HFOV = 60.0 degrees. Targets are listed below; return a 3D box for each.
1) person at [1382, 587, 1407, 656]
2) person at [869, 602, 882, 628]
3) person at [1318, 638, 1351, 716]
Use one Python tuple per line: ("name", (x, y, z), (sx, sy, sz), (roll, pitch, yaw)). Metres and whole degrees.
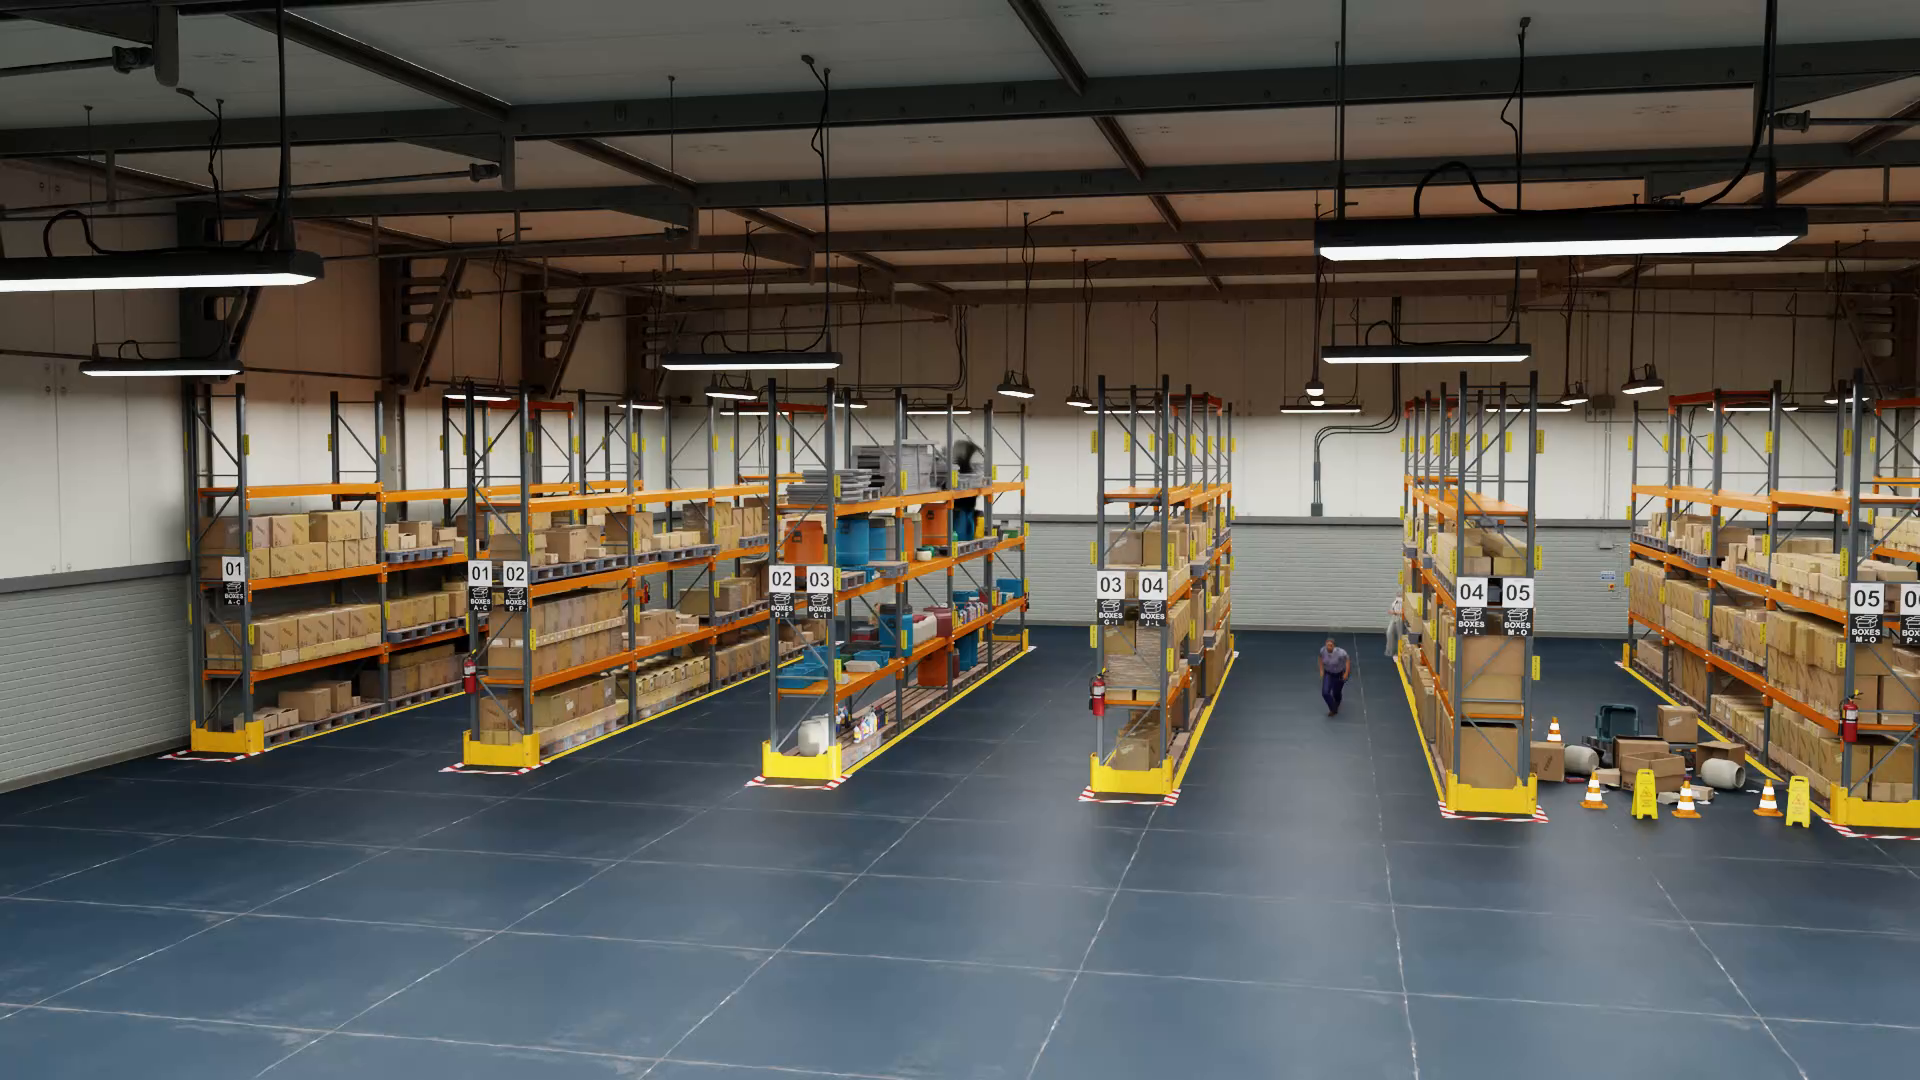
("person", (10.448, 1.943, 39.355), (0.766, 1.697, 0.594), (0, 3, -8))
("person", (-1.802, 2.095, 38.475), (0.591, 1.393, 0.937), (0, 3, 0))
("person", (6.941, 2.516, 30.730), (0.612, 1.478, 0.909), (2, 4, 26))
